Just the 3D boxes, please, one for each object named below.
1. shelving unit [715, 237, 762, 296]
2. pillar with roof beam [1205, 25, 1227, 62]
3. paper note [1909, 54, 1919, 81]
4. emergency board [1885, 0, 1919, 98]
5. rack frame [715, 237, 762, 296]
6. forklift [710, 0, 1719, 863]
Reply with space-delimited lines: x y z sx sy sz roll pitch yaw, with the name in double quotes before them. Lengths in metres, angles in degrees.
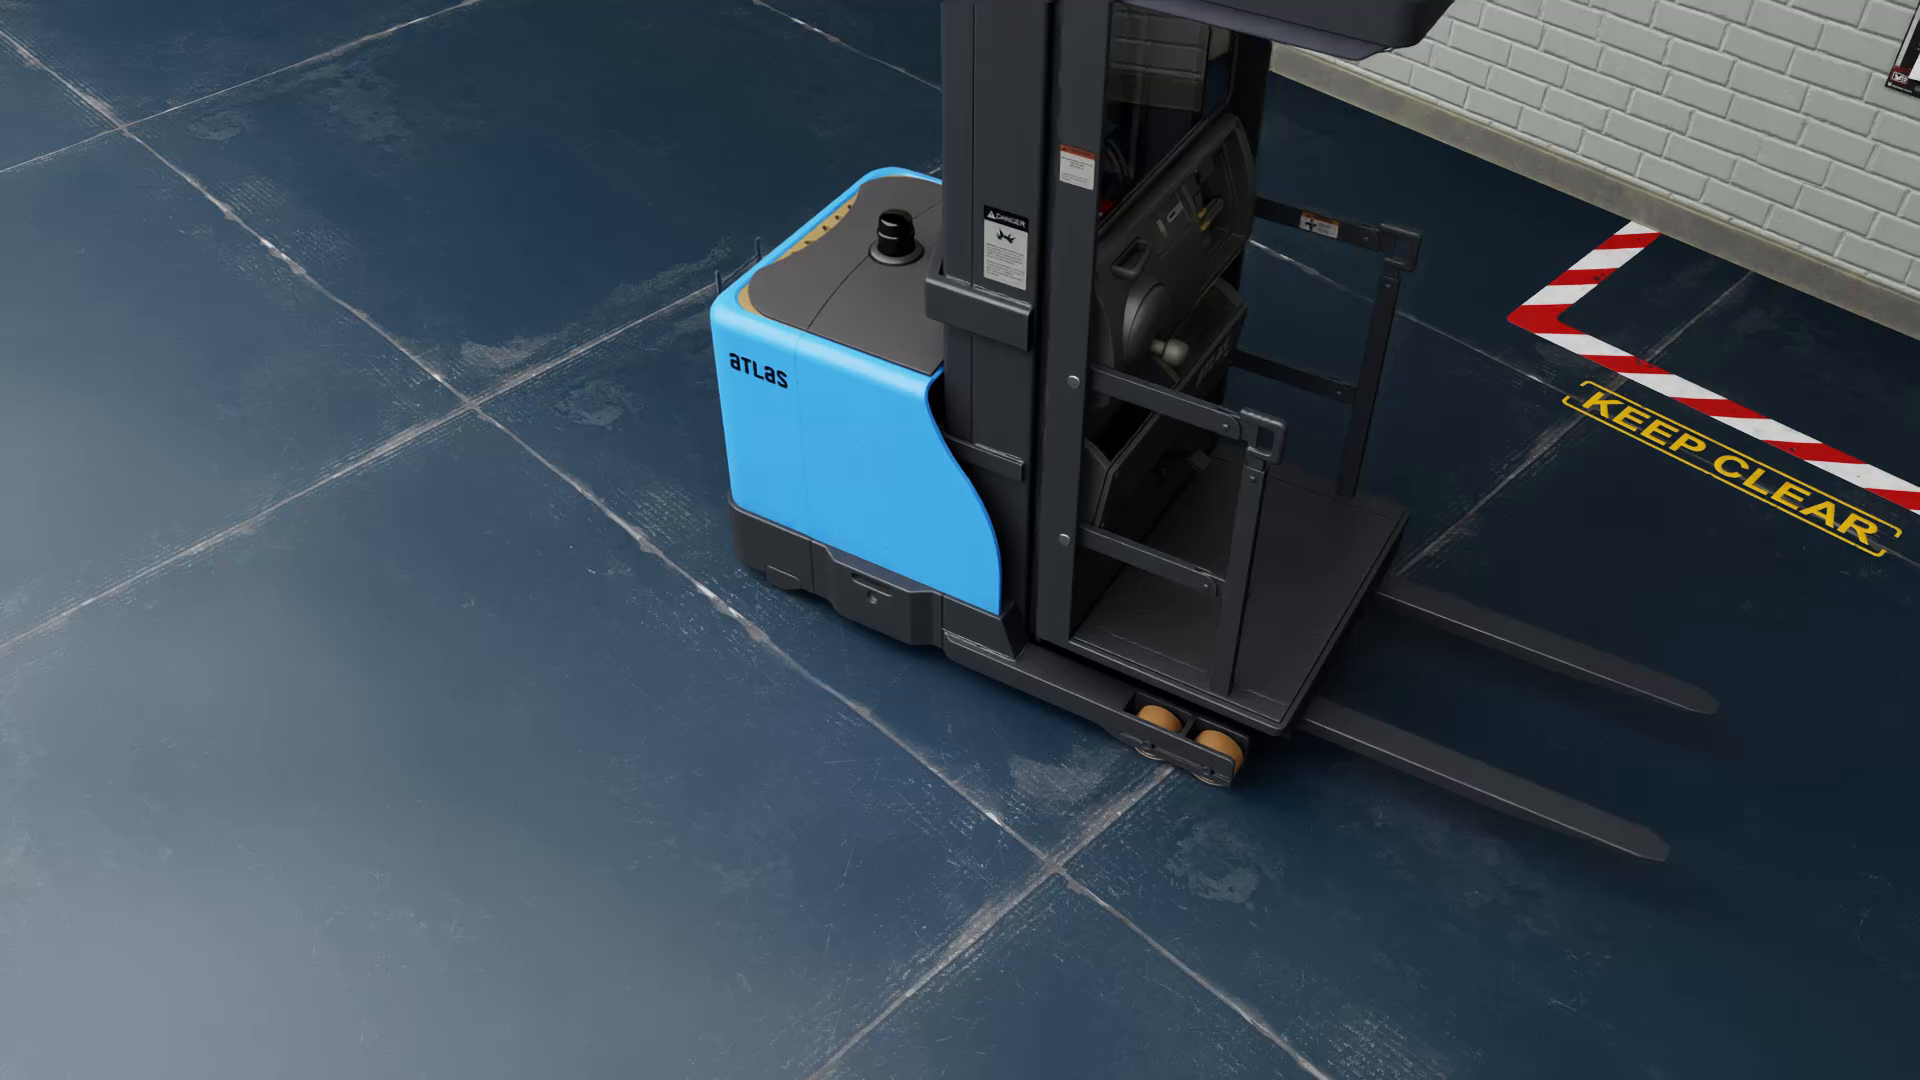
"shelving unit" -0.639 -0.568 5.702 0.210 0.900 0.258 22 47 22
"pillar with roof beam" -1.929 -3.755 3.183 9.100 9.000 0.400 -34 53 -31
"paper note" 3.562 -1.732 6.064 0.016 0.148 0.142 -34 53 -31
"emergency board" 3.644 -1.951 5.651 0.157 1.169 0.626 -34 53 -31
"rack frame" -0.727 -0.603 5.740 0.006 0.900 0.240 22 47 22
"forklift" 0.768 -0.761 4.414 3.031 2.935 1.130 22 47 22
